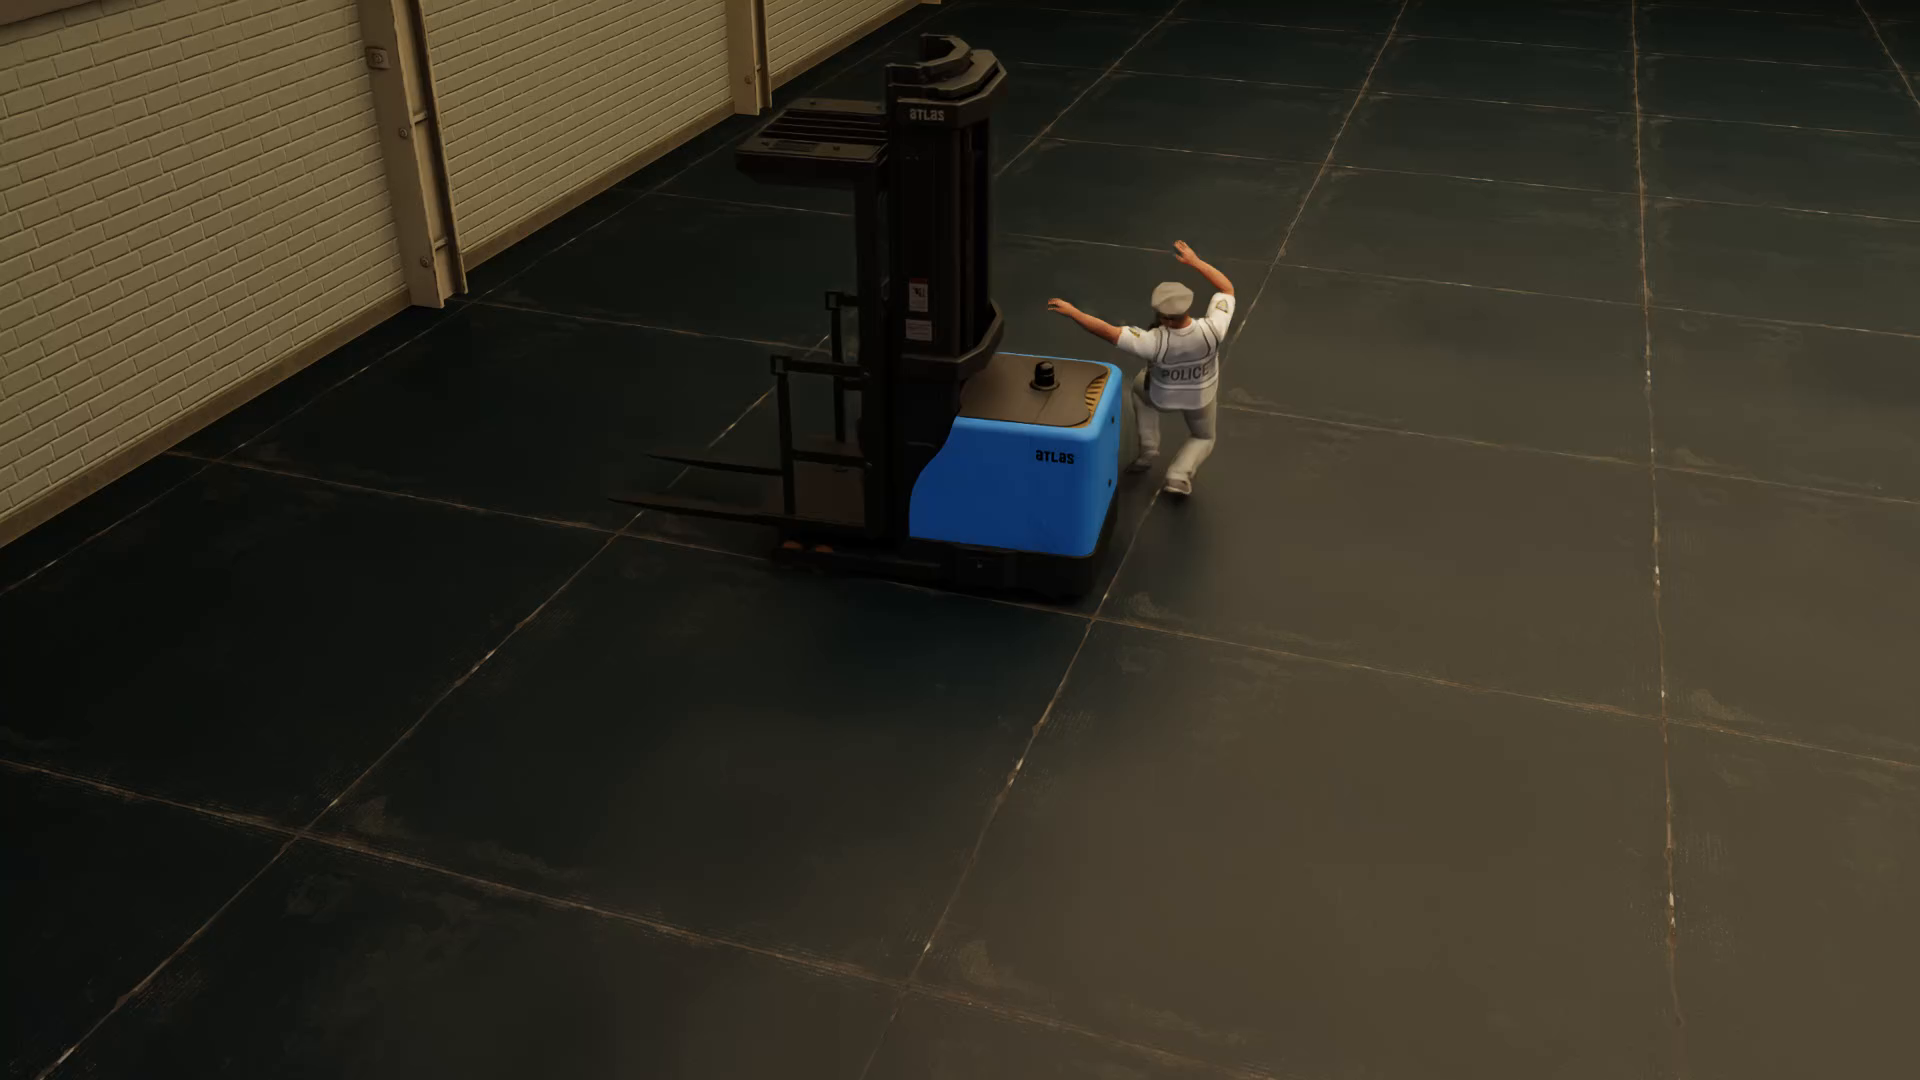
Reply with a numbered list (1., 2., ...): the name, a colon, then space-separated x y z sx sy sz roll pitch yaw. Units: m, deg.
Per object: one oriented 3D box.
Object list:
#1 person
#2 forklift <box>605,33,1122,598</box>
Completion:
1. person: 1.105 -1.055 10.366 1.120 1.652 0.870 4 30 7
2. forklift: -0.610 -1.321 9.454 3.031 2.935 1.130 7 30 12
